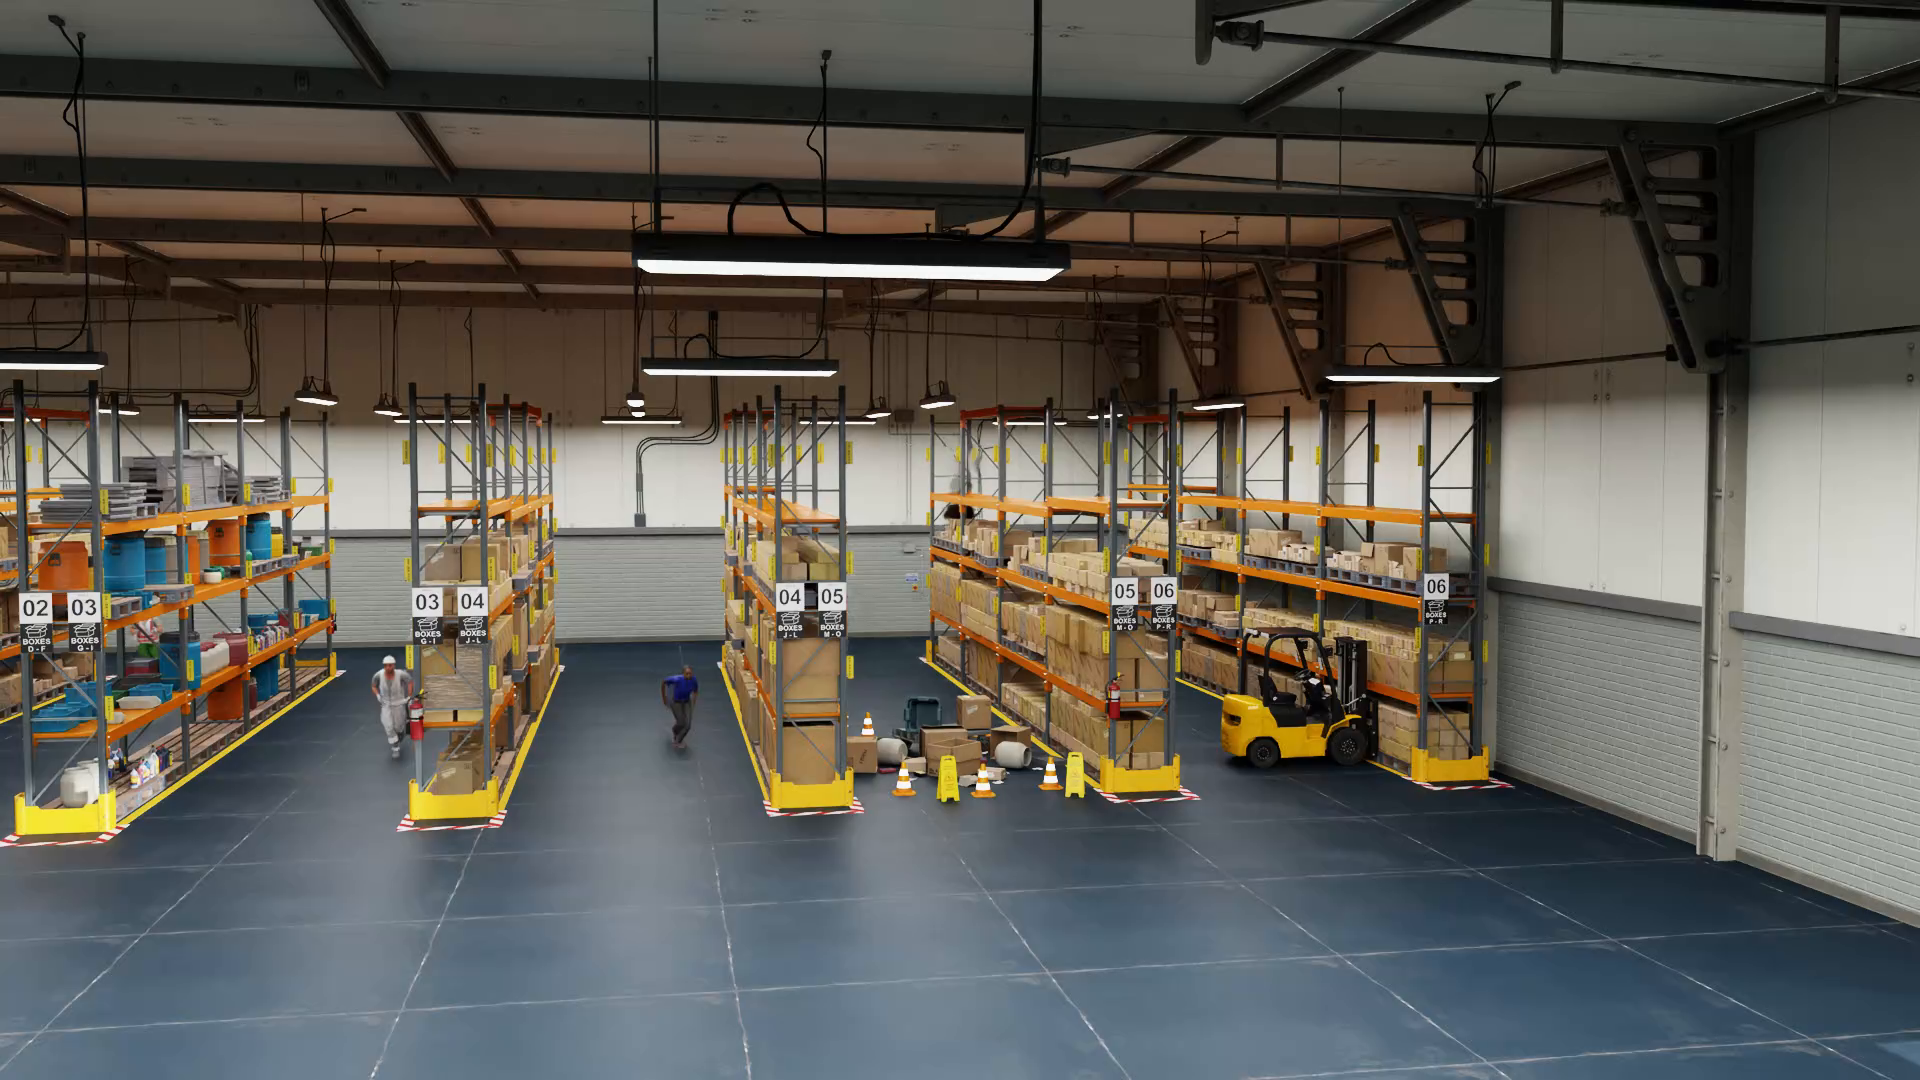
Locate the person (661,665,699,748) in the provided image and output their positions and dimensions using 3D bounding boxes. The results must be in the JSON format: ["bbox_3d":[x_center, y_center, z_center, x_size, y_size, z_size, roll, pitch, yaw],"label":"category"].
[{"bbox_3d":[-4.751,2.839,28.263,0.596,1.480,0.785,-2,3,-30],"label":"person"}]

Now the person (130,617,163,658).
[{"bbox_3d":[-17.811,2.285,36.393,0.655,1.790,0.672,-1,3,-22],"label":"person"}]

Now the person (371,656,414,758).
[{"bbox_3d":[-9.451,2.763,27.697,0.654,1.711,0.752,0,3,-5],"label":"person"}]
